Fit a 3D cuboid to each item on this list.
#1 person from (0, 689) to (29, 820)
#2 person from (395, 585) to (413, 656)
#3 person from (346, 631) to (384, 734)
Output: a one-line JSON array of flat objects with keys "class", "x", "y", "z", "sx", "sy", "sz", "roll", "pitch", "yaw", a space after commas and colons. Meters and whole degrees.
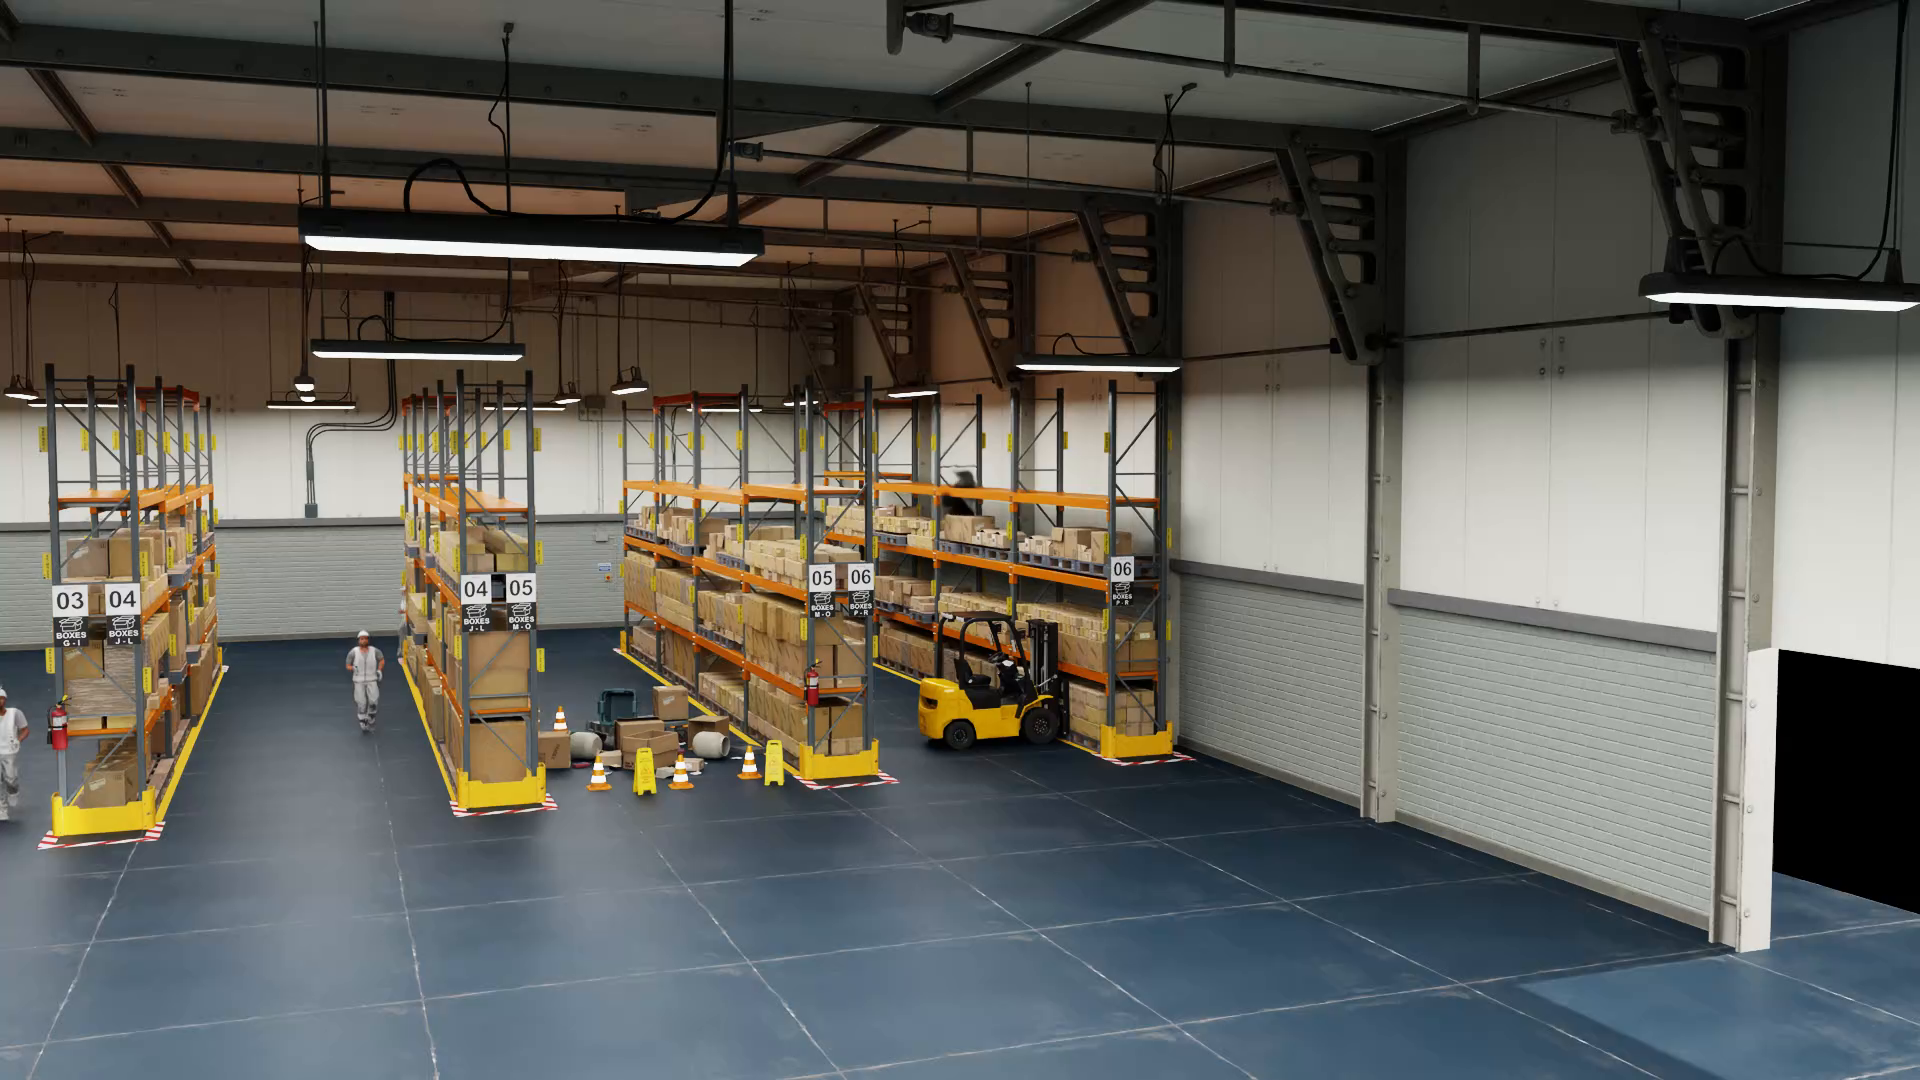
[{"class": "person", "x": -12.767, "y": 2.838, "z": 22.128, "sx": 0.674, "sy": 1.740, "sz": 0.654, "roll": -1, "pitch": 4, "yaw": -23}, {"class": "person", "x": -12.860, "y": 1.900, "z": 38.996, "sx": 0.793, "sy": 1.774, "sz": 0.820, "roll": -2, "pitch": 4, "yaw": -25}, {"class": "person", "x": -10.177, "y": 2.448, "z": 28.502, "sx": 0.636, "sy": 1.772, "sz": 0.626, "roll": -1, "pitch": 4, "yaw": -22}]
